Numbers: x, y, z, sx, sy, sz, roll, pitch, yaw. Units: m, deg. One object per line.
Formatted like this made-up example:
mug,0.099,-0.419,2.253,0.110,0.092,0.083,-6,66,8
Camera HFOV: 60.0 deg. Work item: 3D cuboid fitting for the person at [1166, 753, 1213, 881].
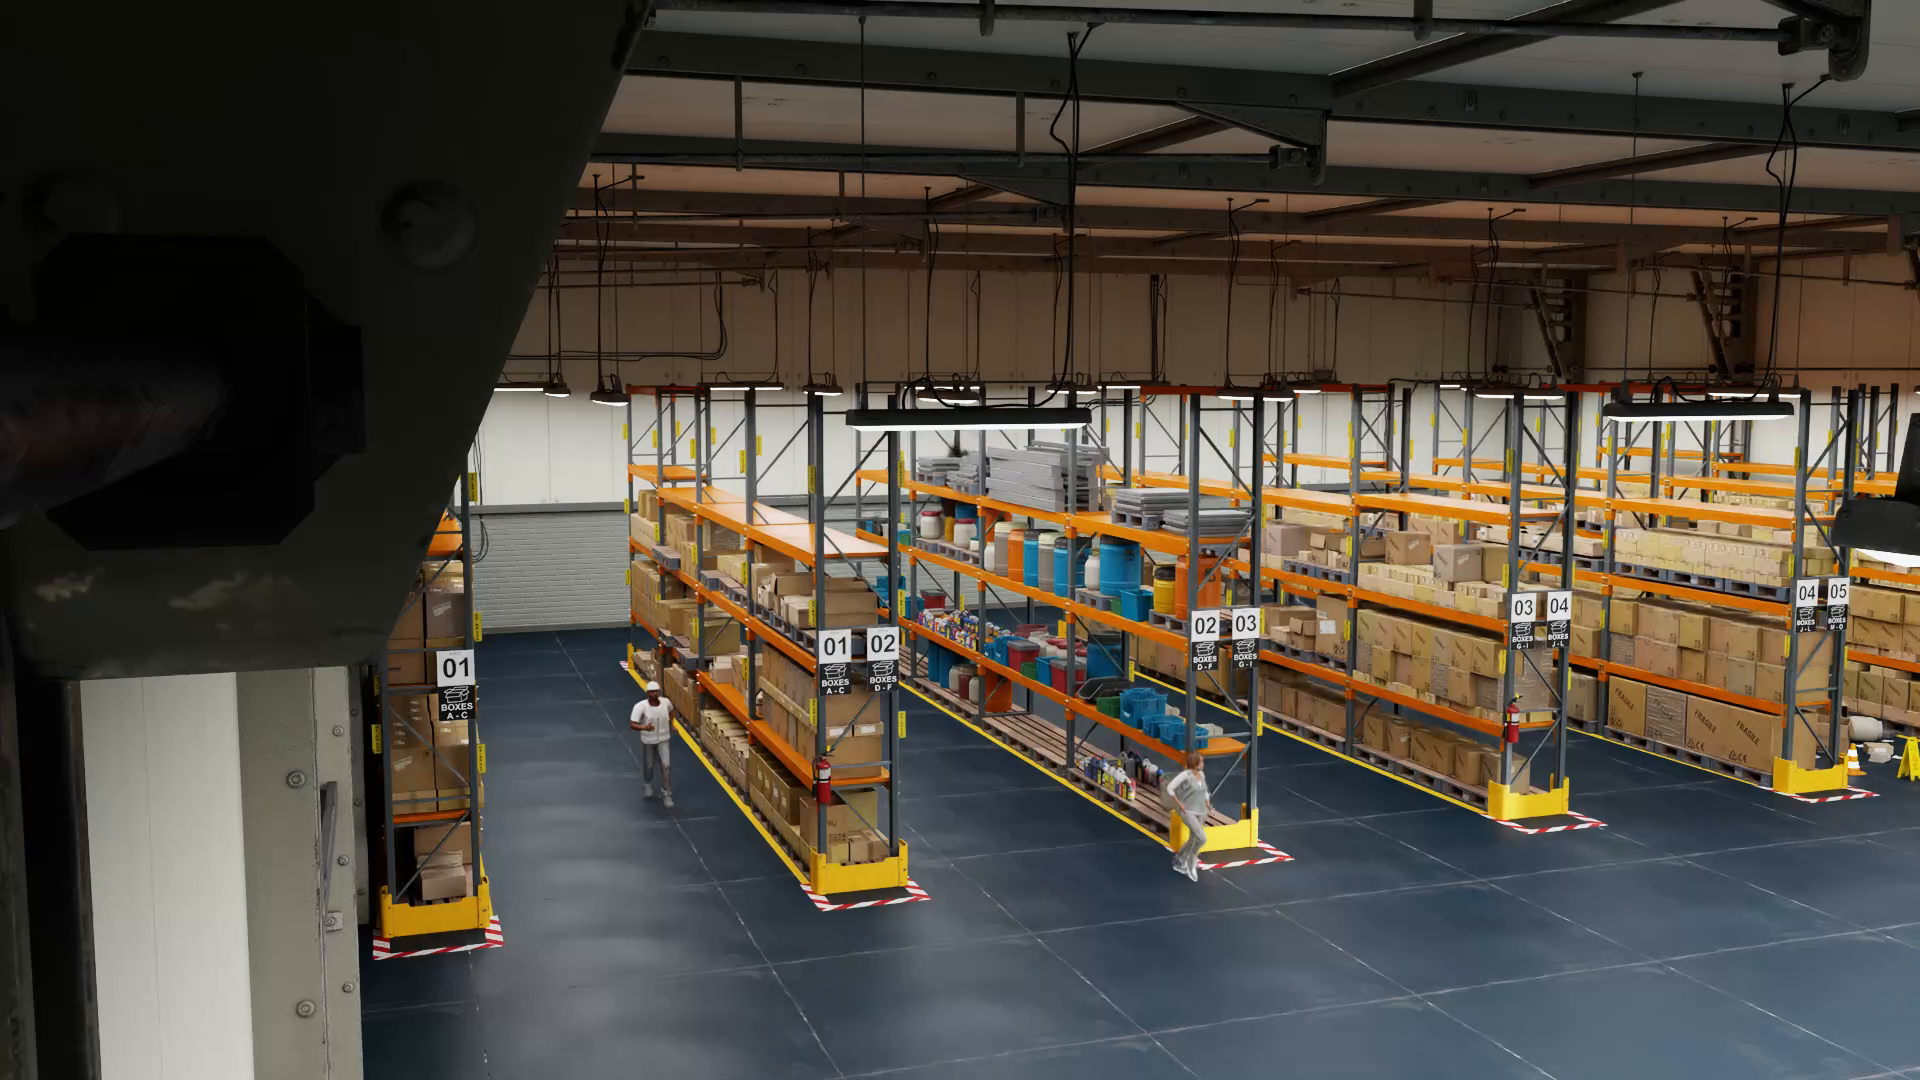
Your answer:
person,2.884,3.416,20.632,0.549,1.579,0.612,-5,8,-42

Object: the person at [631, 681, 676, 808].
person,-4.434,2.926,24.135,0.695,1.776,0.917,-2,6,-22

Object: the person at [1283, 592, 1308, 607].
person,8.266,1.167,41.275,0.994,1.762,0.691,-3,7,-25
